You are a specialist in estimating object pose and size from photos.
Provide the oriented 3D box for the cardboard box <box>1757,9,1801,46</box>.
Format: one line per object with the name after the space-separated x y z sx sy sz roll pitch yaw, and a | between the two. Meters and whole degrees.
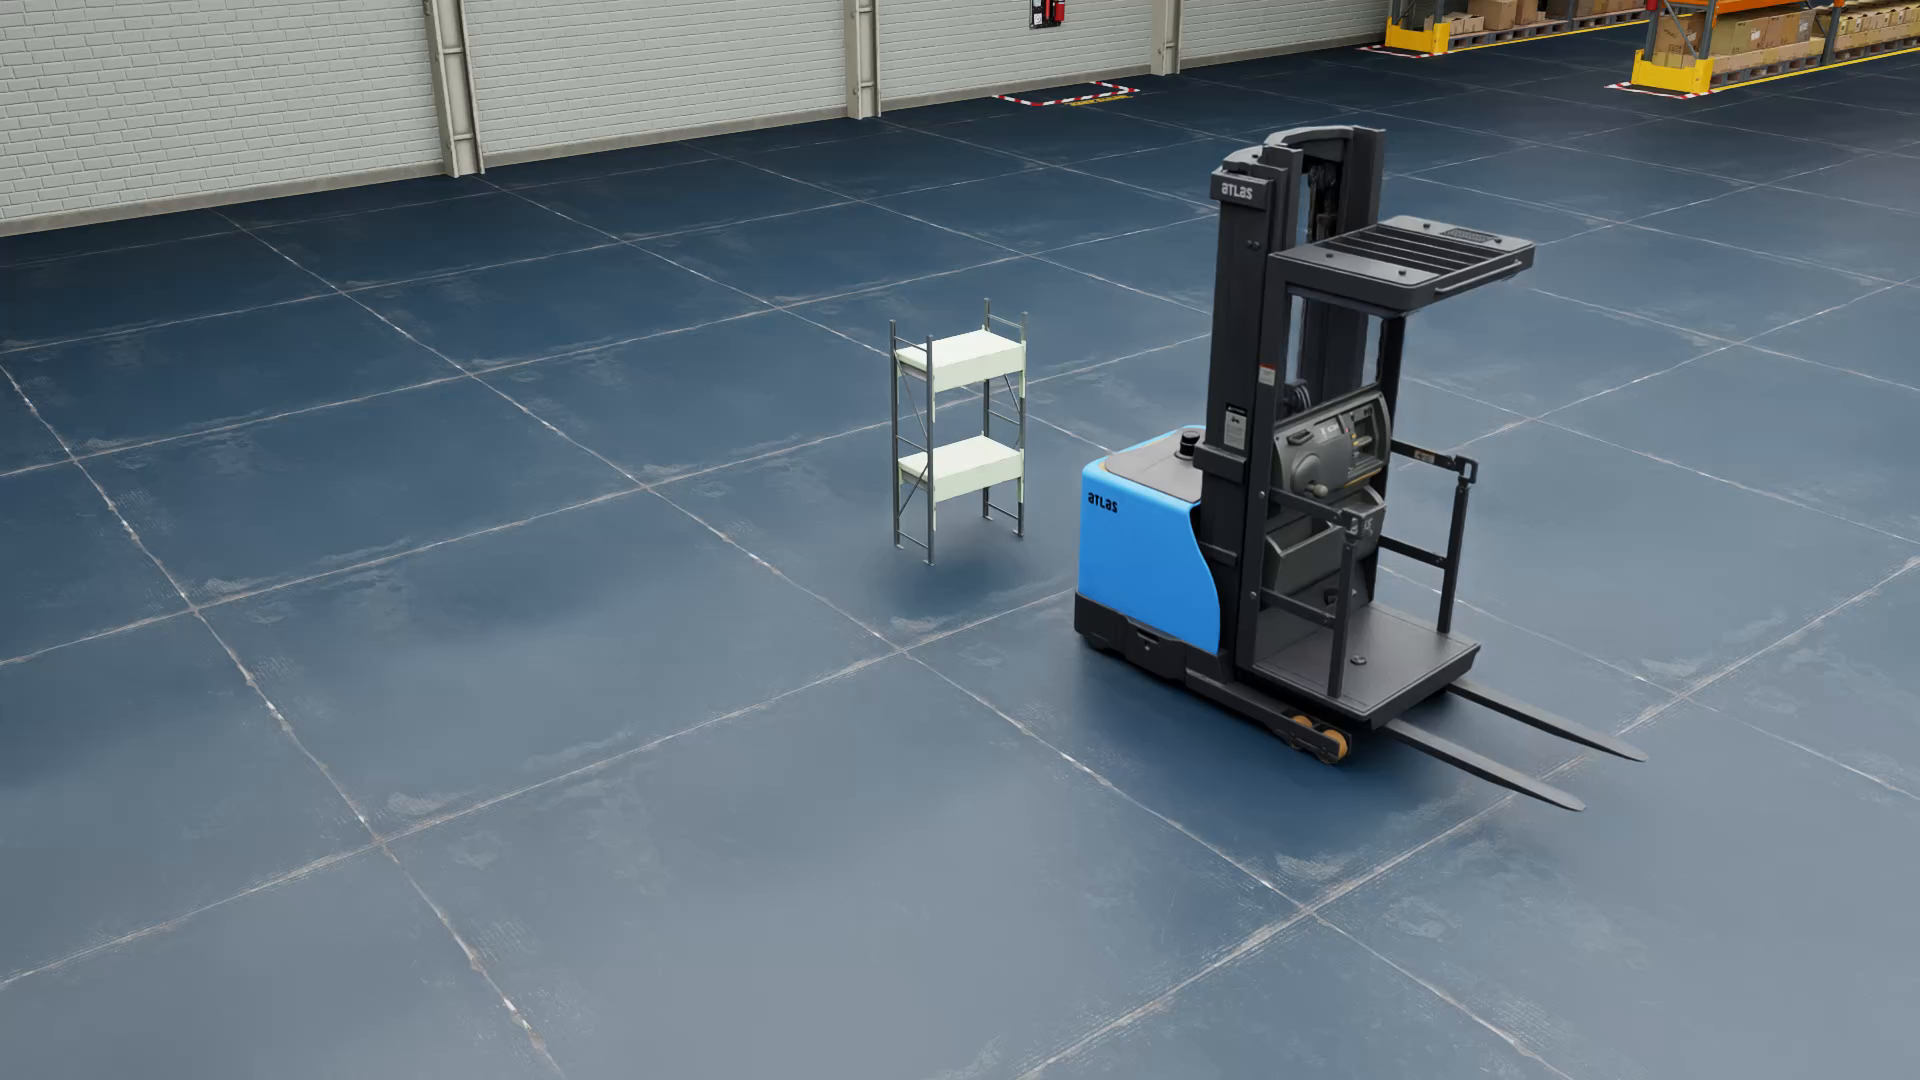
13.233 -8.319 26.989 0.500 0.500 0.500 -18 31 -34 | cardboard box

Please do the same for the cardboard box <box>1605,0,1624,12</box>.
12.566 -10.658 32.599 0.500 0.500 0.700 -18 30 -33 | cardboard box

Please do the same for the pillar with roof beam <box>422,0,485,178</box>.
-3.444 -7.174 15.519 0.400 9.000 9.100 -18 31 -34 | pillar with roof beam

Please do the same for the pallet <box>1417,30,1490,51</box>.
8.768 -9.041 29.980 1.213 0.211 1.003 -18 31 -34 | pallet

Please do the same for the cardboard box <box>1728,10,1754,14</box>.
12.517 -8.362 27.081 0.500 0.500 0.500 -18 31 -34 | cardboard box

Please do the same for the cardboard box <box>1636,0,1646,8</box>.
13.331 -10.931 33.187 0.500 0.500 0.700 -18 31 -34 | cardboard box

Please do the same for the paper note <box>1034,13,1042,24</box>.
1.193 -7.945 25.351 0.142 0.148 0.016 -18 31 -34 | paper note

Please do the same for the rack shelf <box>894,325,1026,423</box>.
-0.005 -1.033 10.266 0.720 0.370 0.431 -18 31 -34 | rack shelf

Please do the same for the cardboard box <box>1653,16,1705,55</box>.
11.345 -7.968 26.232 0.500 0.500 0.500 -18 31 -34 | cardboard box

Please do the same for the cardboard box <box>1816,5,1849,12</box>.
15.196 -9.150 29.003 0.500 0.311 0.500 -18 31 -34 | cardboard box

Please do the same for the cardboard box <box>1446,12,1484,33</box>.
9.096 -9.365 30.036 0.500 0.311 0.500 -15 29 -30 | cardboard box

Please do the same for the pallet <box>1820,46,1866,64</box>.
14.810 -8.425 28.653 1.213 0.211 1.003 -18 31 -34 | pallet

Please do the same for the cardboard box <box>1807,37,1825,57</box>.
14.025 -8.236 27.701 0.500 0.250 0.500 -18 31 -34 | cardboard box

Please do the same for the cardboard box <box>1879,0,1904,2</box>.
16.809 -9.684 30.154 0.500 0.311 0.500 -17 30 -32 | cardboard box

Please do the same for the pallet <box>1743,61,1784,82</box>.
12.642 -7.710 27.111 1.213 0.211 1.003 -18 31 -34 | pallet

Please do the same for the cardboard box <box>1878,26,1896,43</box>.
15.935 -8.851 29.026 0.500 0.250 0.500 -18 30 -33 | cardboard box

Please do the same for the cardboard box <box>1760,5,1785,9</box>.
13.308 -8.620 27.637 0.500 0.500 0.500 -18 31 -34 | cardboard box

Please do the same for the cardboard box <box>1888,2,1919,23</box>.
16.737 -9.368 29.473 0.500 0.311 0.500 -19 31 -35 | cardboard box

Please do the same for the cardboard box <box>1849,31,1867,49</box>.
15.128 -8.584 28.450 0.500 0.250 0.500 -17 30 -33 | cardboard box

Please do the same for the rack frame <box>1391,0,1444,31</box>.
8.047 -10.087 28.921 0.127 3.000 1.000 -18 31 -34 | rack frame

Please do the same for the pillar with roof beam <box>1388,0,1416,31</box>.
10.721 -11.850 25.594 0.400 9.000 9.100 -18 31 -34 | pillar with roof beam

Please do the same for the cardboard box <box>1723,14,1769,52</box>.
12.444 -8.060 26.431 0.500 0.500 0.500 -18 31 -34 | cardboard box

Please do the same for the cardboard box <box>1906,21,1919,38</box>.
16.735 -9.116 29.596 0.500 0.250 0.500 -19 31 -35 | cardboard box

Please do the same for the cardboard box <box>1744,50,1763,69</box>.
12.451 -7.716 26.581 0.500 0.250 0.500 -18 31 -34 | cardboard box

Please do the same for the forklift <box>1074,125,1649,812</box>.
2.026 -0.453 8.244 1.130 2.935 3.031 -22 33 -38 | forklift

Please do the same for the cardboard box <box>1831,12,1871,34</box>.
15.131 -8.837 28.328 0.500 0.311 0.500 -19 31 -35 | cardboard box

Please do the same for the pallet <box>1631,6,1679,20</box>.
13.727 -10.698 33.549 1.213 0.211 1.003 -18 31 -34 | pallet

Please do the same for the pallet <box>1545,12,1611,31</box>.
11.807 -10.064 32.183 1.213 0.211 1.003 -18 31 -34 | pallet

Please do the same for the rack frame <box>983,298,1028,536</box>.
0.283 -0.774 10.635 0.023 1.500 0.400 -18 31 -34 | rack frame

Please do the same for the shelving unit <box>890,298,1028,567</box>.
-0.005 -0.679 10.431 0.755 1.500 0.431 -18 31 -34 | shelving unit

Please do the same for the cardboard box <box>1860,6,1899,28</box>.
15.943 -9.108 28.913 0.500 0.311 0.500 -17 30 -33 | cardboard box

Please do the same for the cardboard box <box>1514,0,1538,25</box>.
10.403 -9.909 30.984 0.500 0.500 0.500 -21 32 -38 | cardboard box

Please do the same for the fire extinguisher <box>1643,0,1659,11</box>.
10.727 -8.535 25.669 0.183 0.674 0.296 -18 31 -34 | fire extinguisher

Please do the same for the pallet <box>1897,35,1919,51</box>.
16.730 -9.059 30.019 1.213 0.211 1.003 -18 31 -34 | pallet

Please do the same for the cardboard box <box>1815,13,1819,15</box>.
14.396 -8.884 28.430 0.500 0.311 0.500 -18 31 -34 | cardboard box

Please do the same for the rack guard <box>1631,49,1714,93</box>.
11.088 -7.307 25.900 0.348 0.500 1.175 -18 31 -34 | rack guard

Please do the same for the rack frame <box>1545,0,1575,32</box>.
11.195 -11.126 31.160 0.127 3.000 1.000 -18 31 -34 | rack frame

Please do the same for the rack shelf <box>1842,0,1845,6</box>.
15.828 -9.679 28.897 4.000 0.370 1.077 -18 31 -34 | rack shelf

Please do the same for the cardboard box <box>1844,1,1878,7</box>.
15.998 -9.413 29.570 0.500 0.311 0.500 -19 31 -35 | cardboard box

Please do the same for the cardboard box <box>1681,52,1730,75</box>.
11.666 -7.456 26.019 0.500 0.250 0.500 -18 31 -34 | cardboard box

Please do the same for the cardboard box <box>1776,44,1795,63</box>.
13.241 -7.975 27.138 0.500 0.250 0.500 -18 31 -34 | cardboard box

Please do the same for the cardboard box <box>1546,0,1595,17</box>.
11.764 -10.388 32.017 0.500 0.500 0.700 -17 30 -32 | cardboard box
